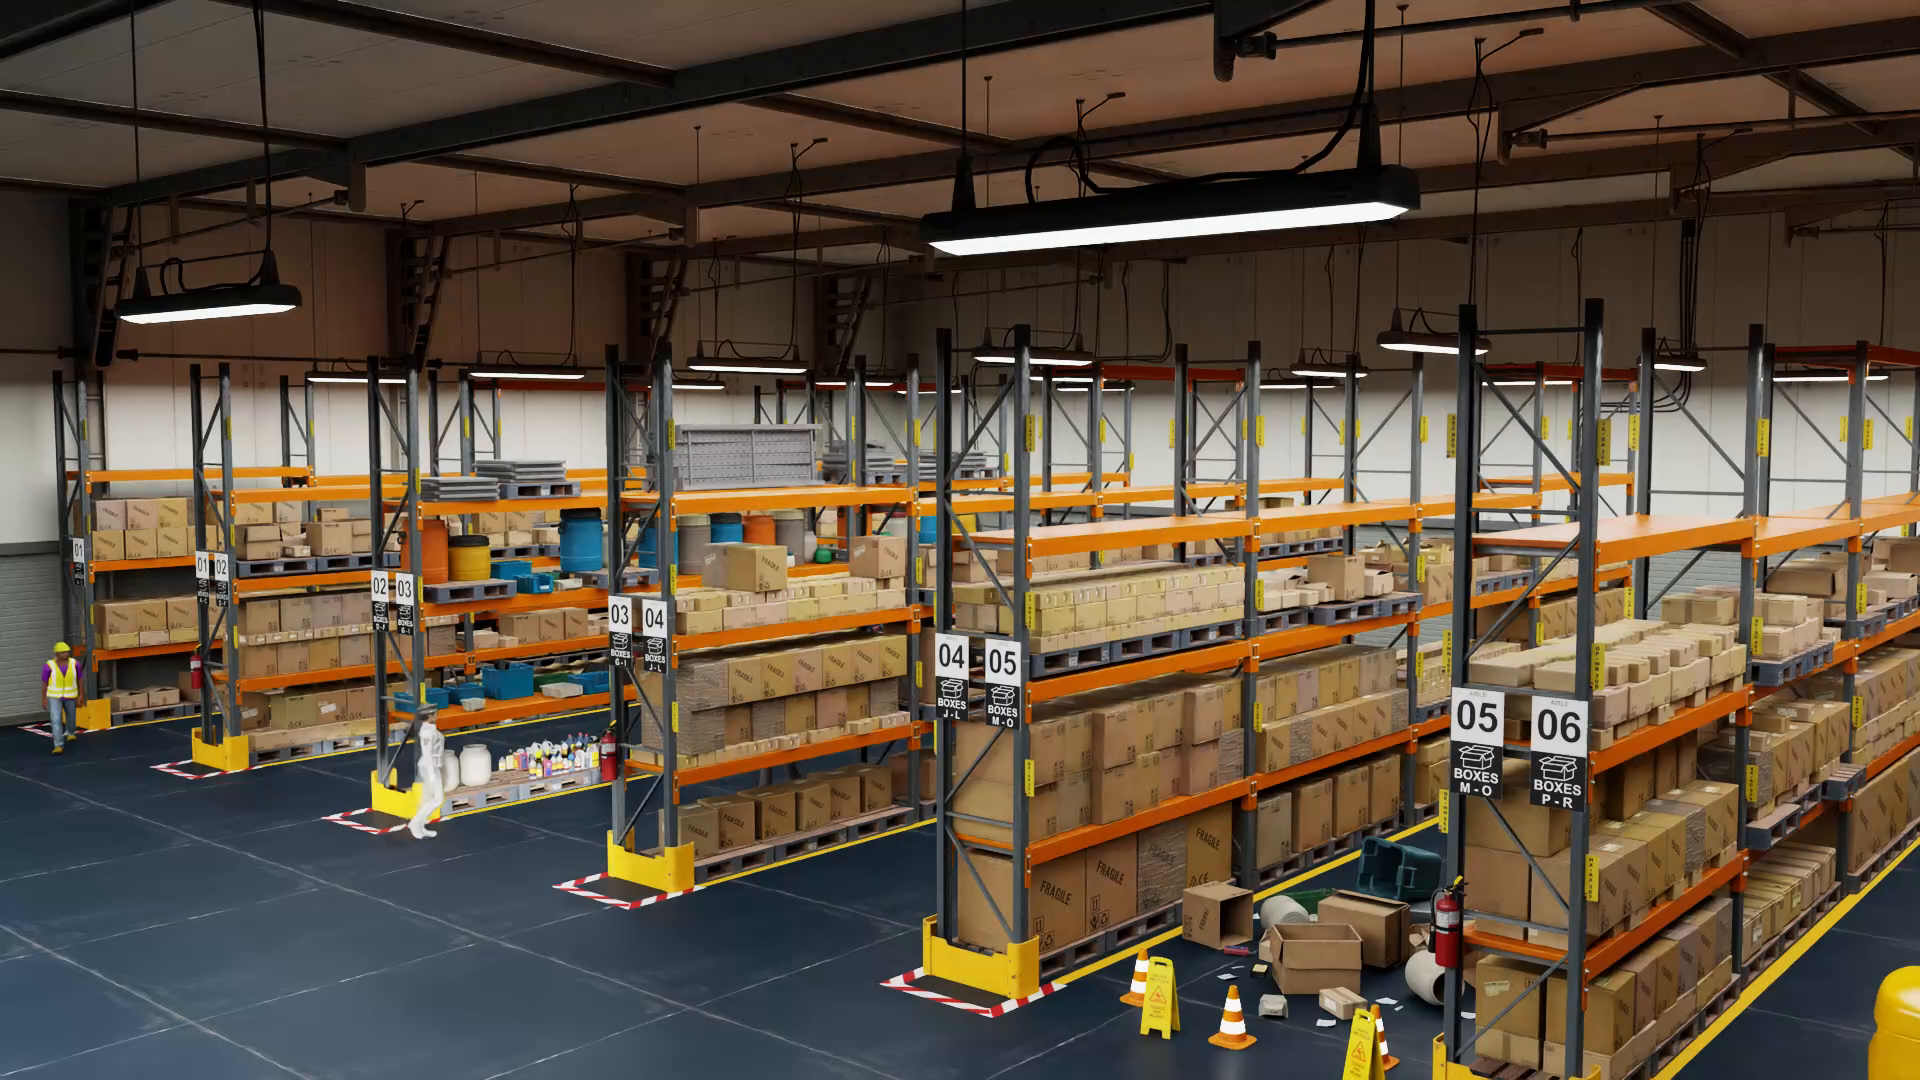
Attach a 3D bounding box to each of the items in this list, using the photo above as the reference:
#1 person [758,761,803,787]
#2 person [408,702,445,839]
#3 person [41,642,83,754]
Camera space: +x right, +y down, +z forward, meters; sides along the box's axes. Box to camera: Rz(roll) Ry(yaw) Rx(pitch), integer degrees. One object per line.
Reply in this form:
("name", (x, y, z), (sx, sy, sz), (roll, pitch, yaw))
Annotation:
("person", (-2.470, 2.783, 22.204), (0.869, 1.518, 0.471), (-3, 5, -33))
("person", (-6.592, 2.849, 20.542), (0.434, 1.656, 0.607), (-1, 4, -10))
("person", (-14.033, 2.437, 25.995), (0.585, 1.715, 1.098), (-2, 5, -29))
